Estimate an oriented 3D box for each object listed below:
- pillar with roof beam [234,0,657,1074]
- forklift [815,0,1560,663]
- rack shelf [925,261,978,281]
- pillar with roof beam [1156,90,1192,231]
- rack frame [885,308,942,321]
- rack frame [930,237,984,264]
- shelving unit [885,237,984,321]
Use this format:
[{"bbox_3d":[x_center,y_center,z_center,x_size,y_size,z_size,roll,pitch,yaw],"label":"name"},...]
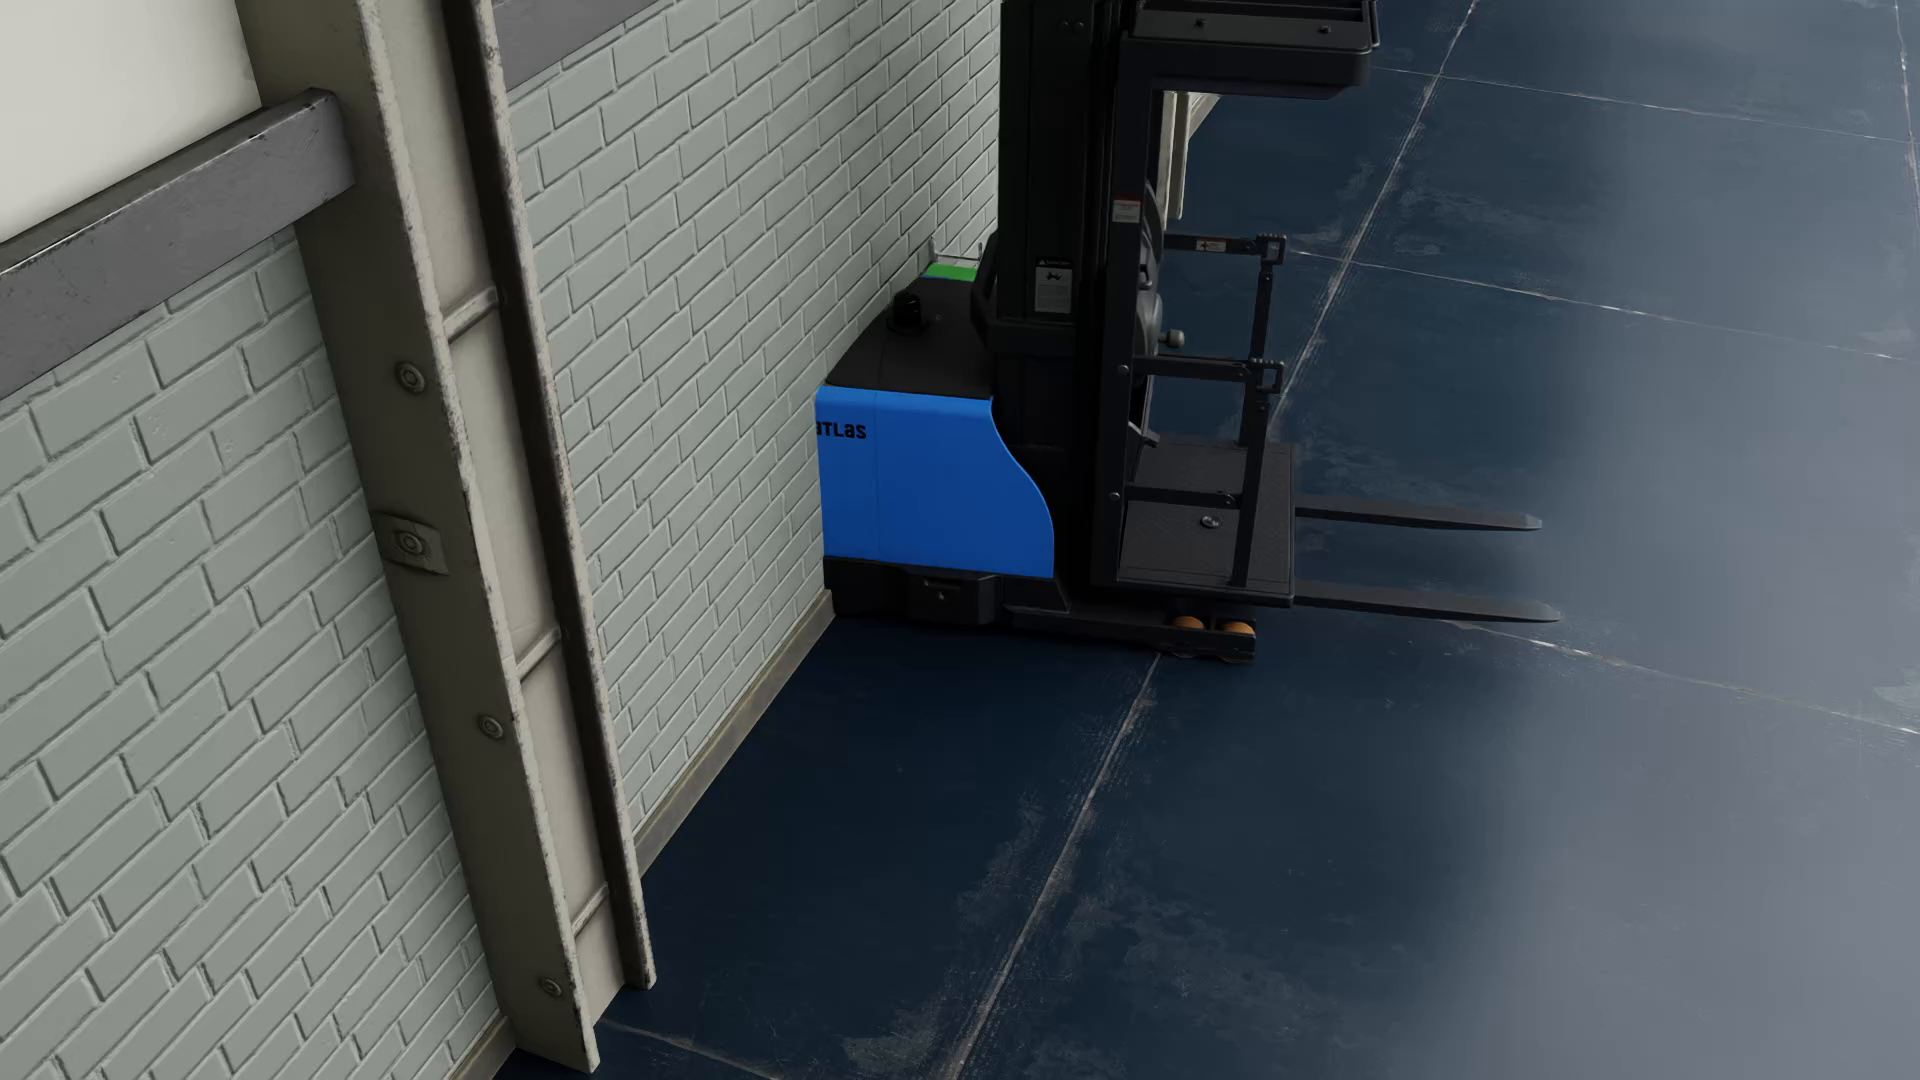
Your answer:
[{"bbox_3d":[2.789,-1.139,1.257,9.100,9.000,0.400,14,39,18],"label":"pillar with roof beam"},{"bbox_3d":[0.894,-1.030,6.180,3.031,2.935,1.130,6,37,7],"label":"forklift"},{"bbox_3d":[-0.080,-0.942,6.872,0.258,0.148,0.480,11,49,19],"label":"rack shelf"},{"bbox_3d":[5.072,-4.461,5.702,9.100,9.000,0.400,14,39,18],"label":"pillar with roof beam"},{"bbox_3d":[-0.116,-0.483,7.015,0.240,1.200,0.015,11,49,19],"label":"rack frame"},{"bbox_3d":[0.053,-0.823,7.321,0.240,1.200,0.015,11,49,19],"label":"rack frame"},{"bbox_3d":[-0.032,-0.653,7.168,0.258,1.200,0.503,11,49,19],"label":"shelving unit"}]
